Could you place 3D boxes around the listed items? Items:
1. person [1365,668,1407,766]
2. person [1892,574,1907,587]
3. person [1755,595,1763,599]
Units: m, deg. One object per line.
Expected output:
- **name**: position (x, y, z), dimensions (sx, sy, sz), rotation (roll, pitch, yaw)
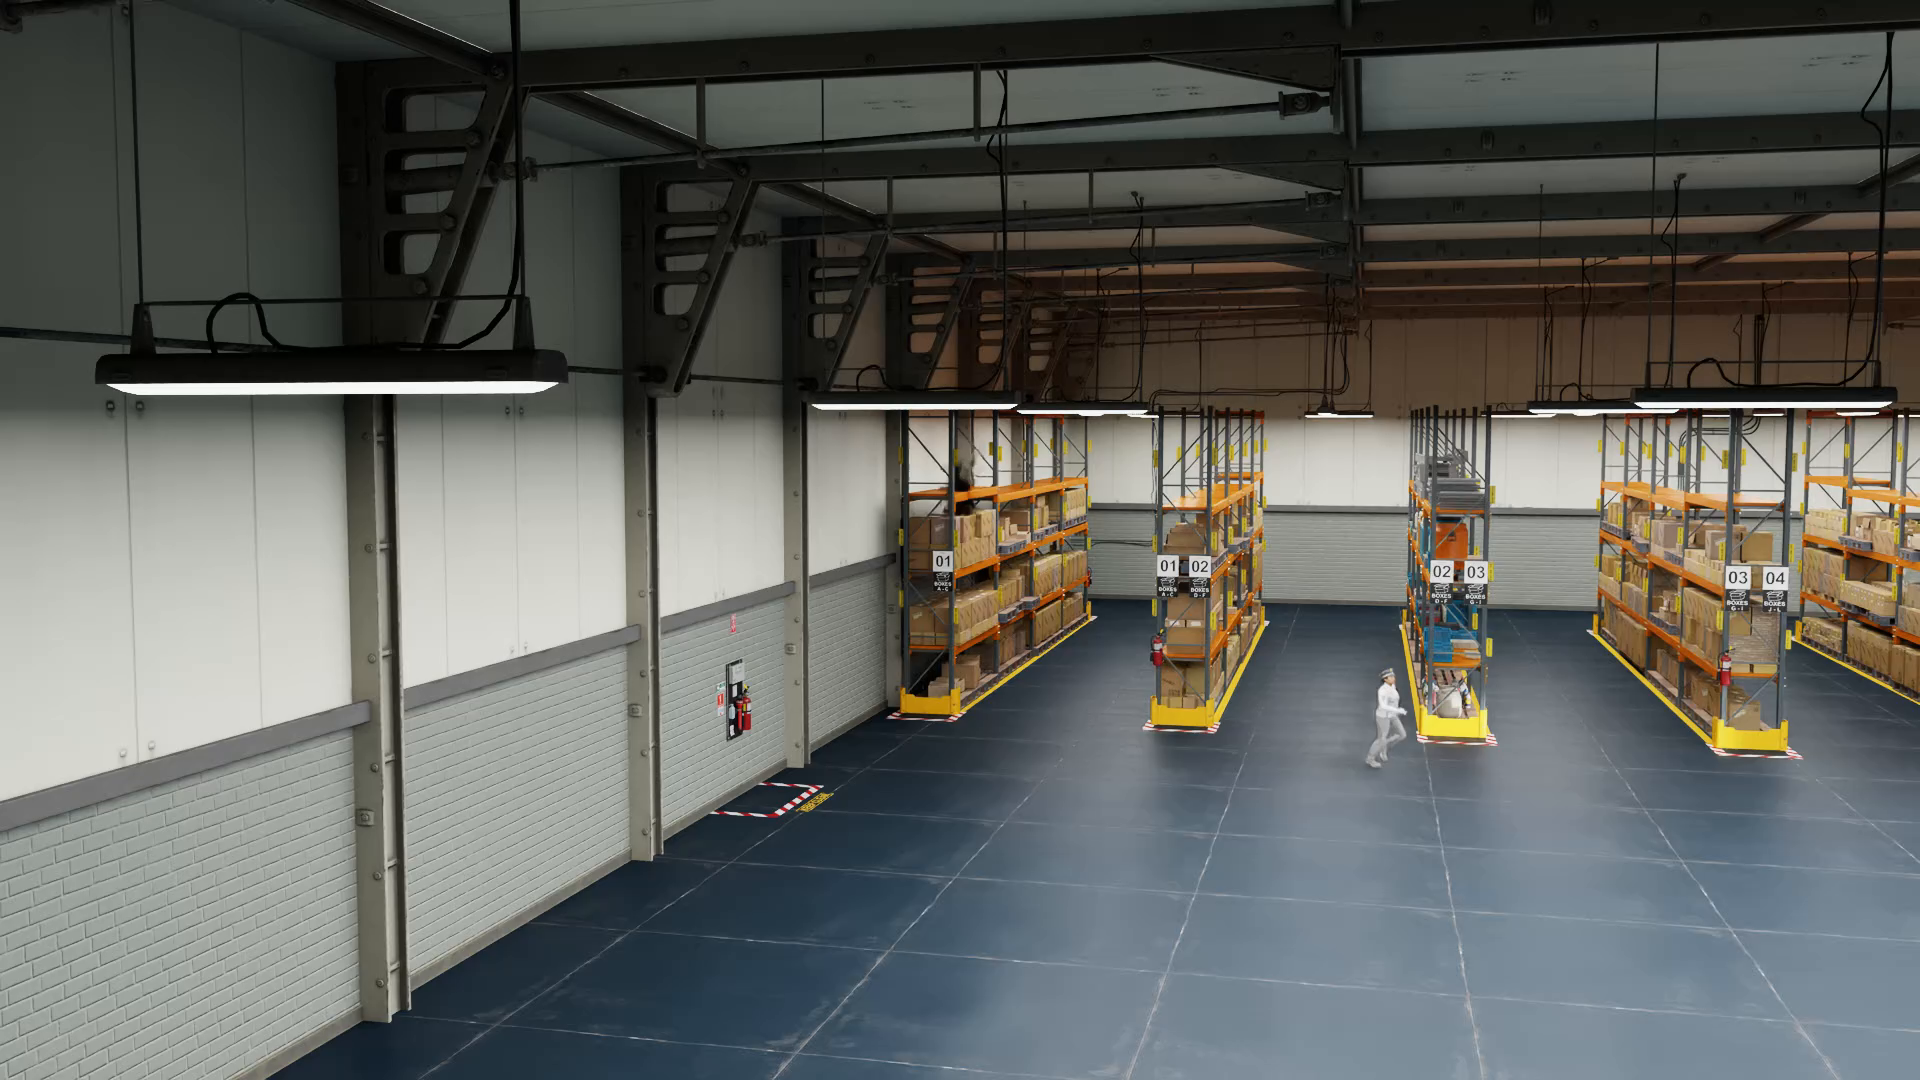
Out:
- **person**: position (7.076, 2.920, 27.430), dimensions (0.729, 1.651, 0.634), rotation (4, 6, 43)
- **person**: position (24.796, 1.680, 43.984), dimensions (0.982, 1.786, 0.672), rotation (1, 4, 12)
- **person**: position (21.152, 1.763, 44.275), dimensions (0.485, 1.552, 0.854), rotation (-2, 5, -29)
